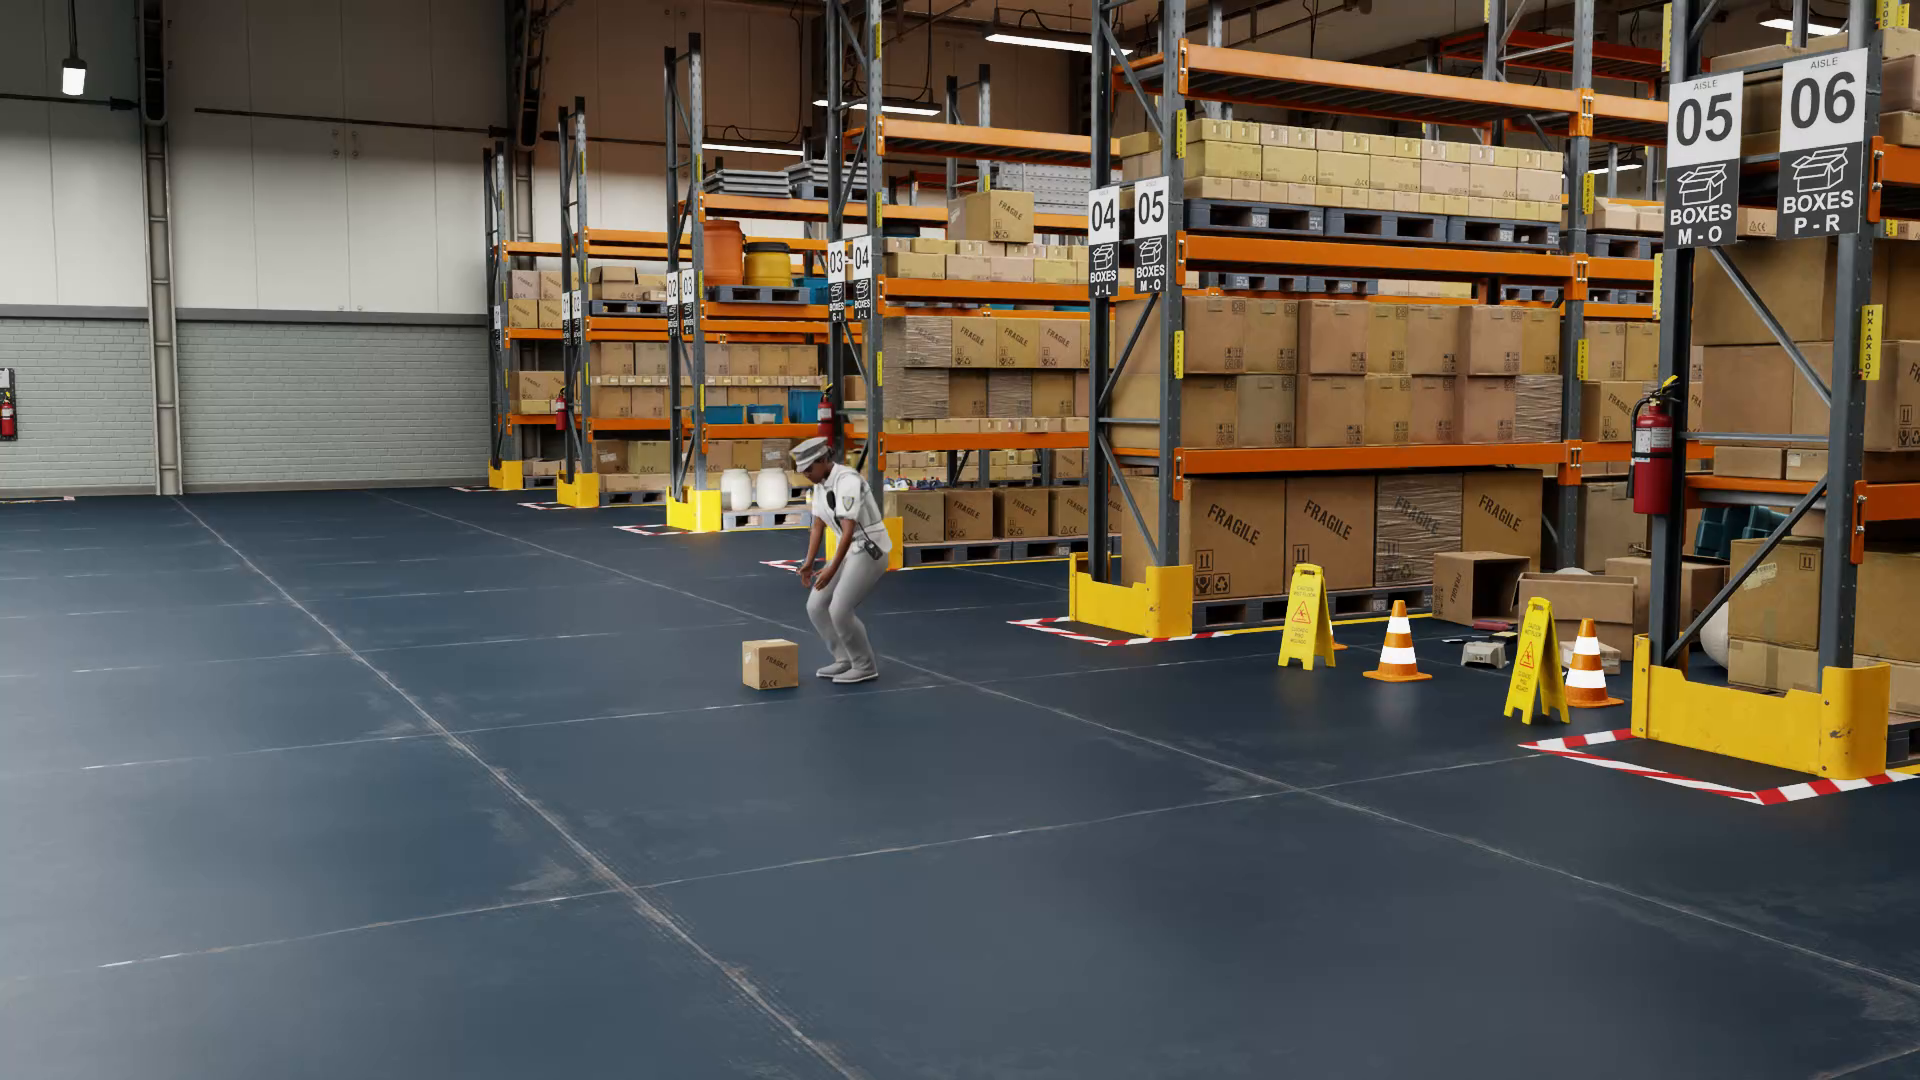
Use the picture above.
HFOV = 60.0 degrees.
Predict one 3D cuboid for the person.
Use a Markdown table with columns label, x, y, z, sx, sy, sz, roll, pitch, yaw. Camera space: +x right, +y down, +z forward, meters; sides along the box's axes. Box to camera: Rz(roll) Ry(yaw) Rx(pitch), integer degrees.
| label | x | y | z | sx | sy | sz | roll | pitch | yaw |
| --- | --- | --- | --- | --- | --- | --- | --- | --- | --- |
| person | -0.756 | 0.279 | 9.887 | 0.821 | 1.135 | 0.497 | -3 | 6 | -29 |
